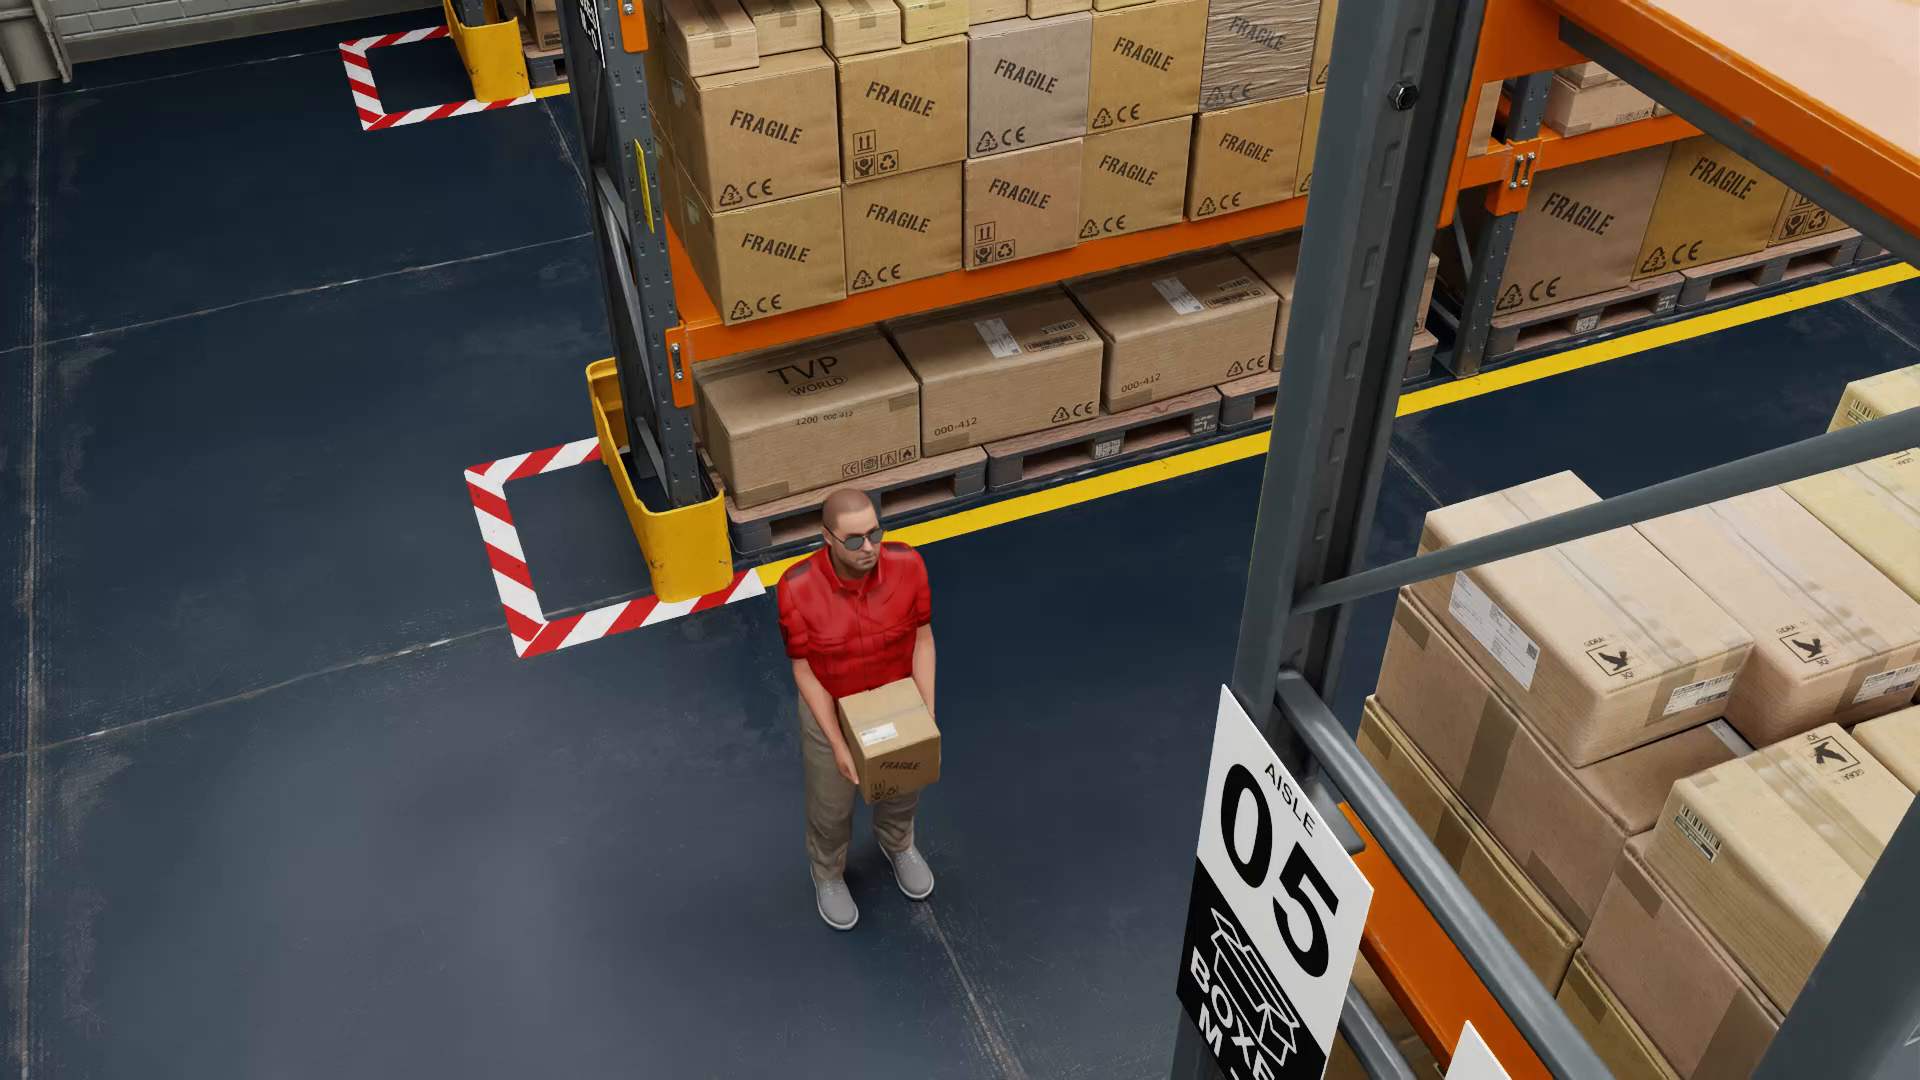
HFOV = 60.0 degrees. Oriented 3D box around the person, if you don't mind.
[{"bbox_3d":[-0.285,0.609,5.482,0.503,1.725,0.525,-15,44,-17],"label":"person"}]
